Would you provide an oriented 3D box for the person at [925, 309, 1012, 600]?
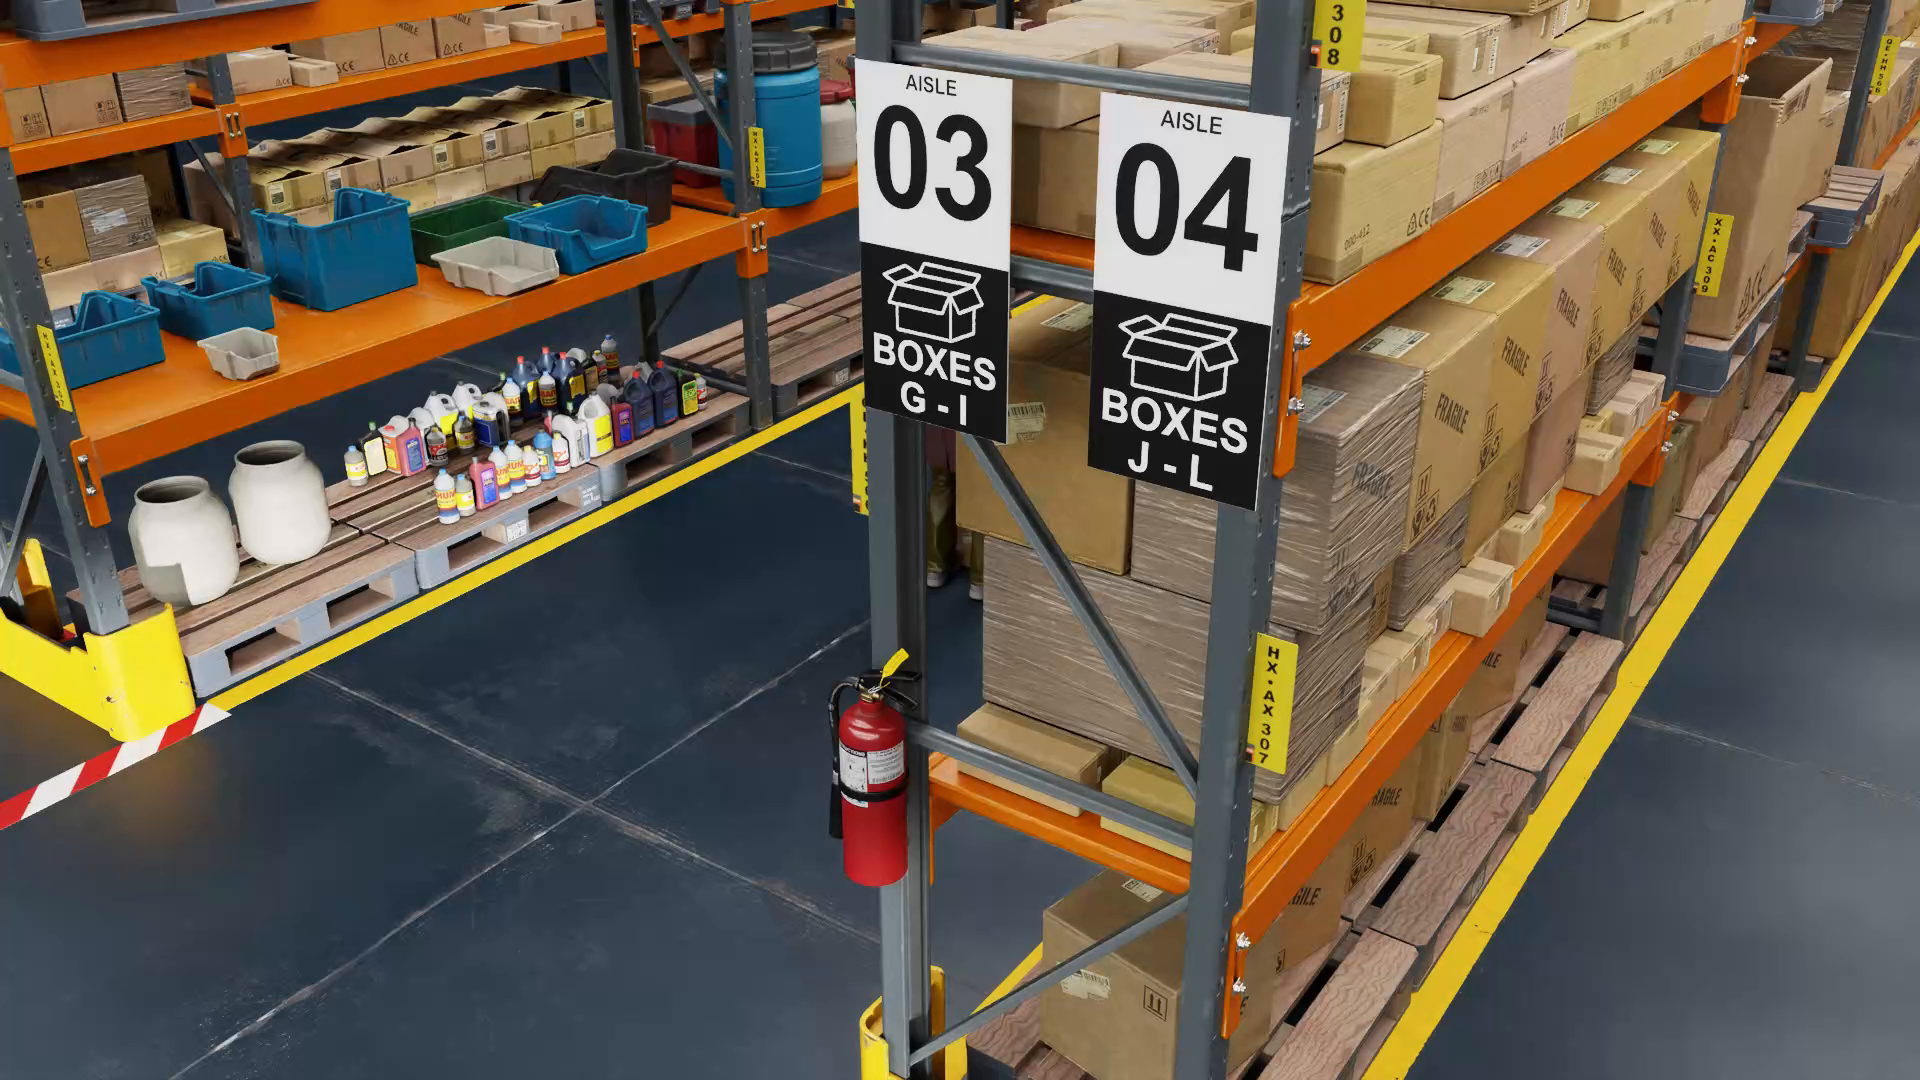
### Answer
[{"bbox_3d":[0.025,-0.597,7.825,0.642,1.774,0.410,17,31,31],"label":"person"}]
